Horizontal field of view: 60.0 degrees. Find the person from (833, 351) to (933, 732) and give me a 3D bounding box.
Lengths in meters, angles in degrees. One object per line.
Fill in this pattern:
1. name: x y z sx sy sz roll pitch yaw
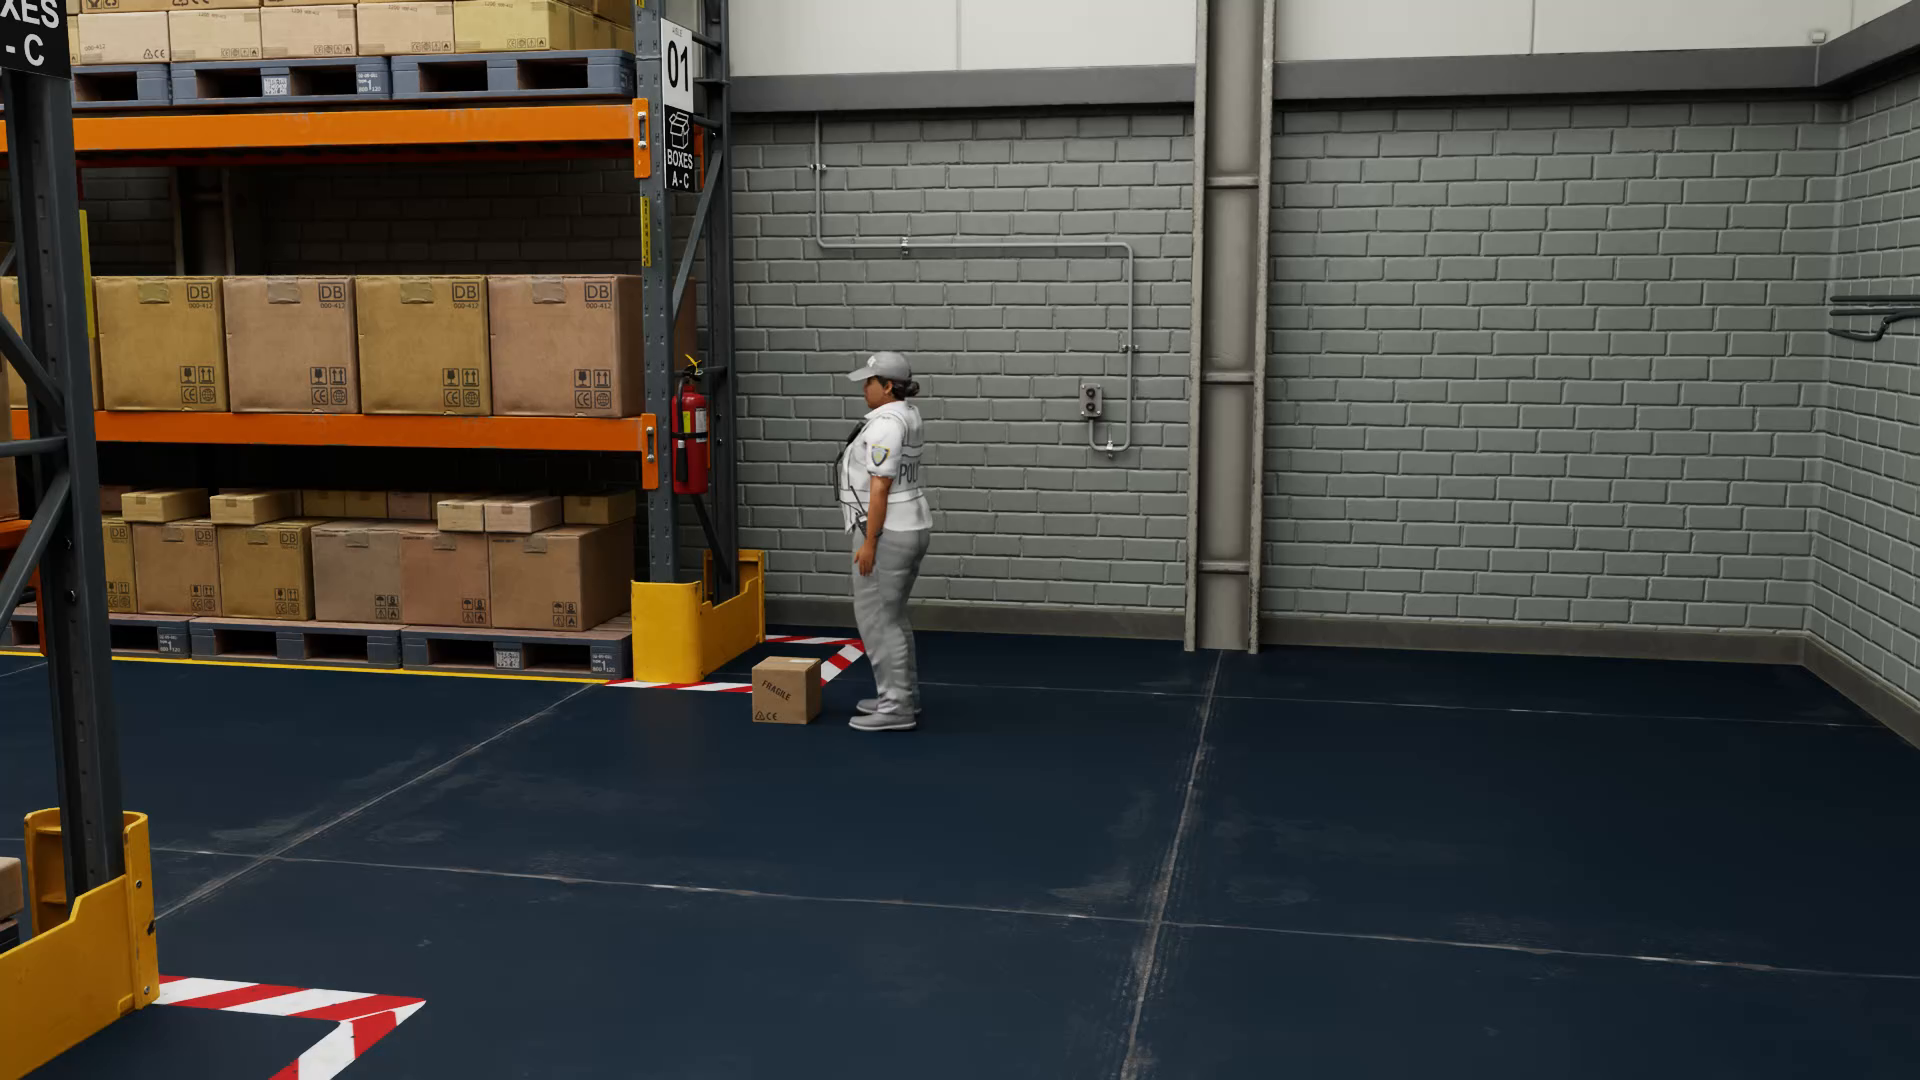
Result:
1. person: -0.331 0.000 7.333 0.394 1.659 0.467 2 8 13
